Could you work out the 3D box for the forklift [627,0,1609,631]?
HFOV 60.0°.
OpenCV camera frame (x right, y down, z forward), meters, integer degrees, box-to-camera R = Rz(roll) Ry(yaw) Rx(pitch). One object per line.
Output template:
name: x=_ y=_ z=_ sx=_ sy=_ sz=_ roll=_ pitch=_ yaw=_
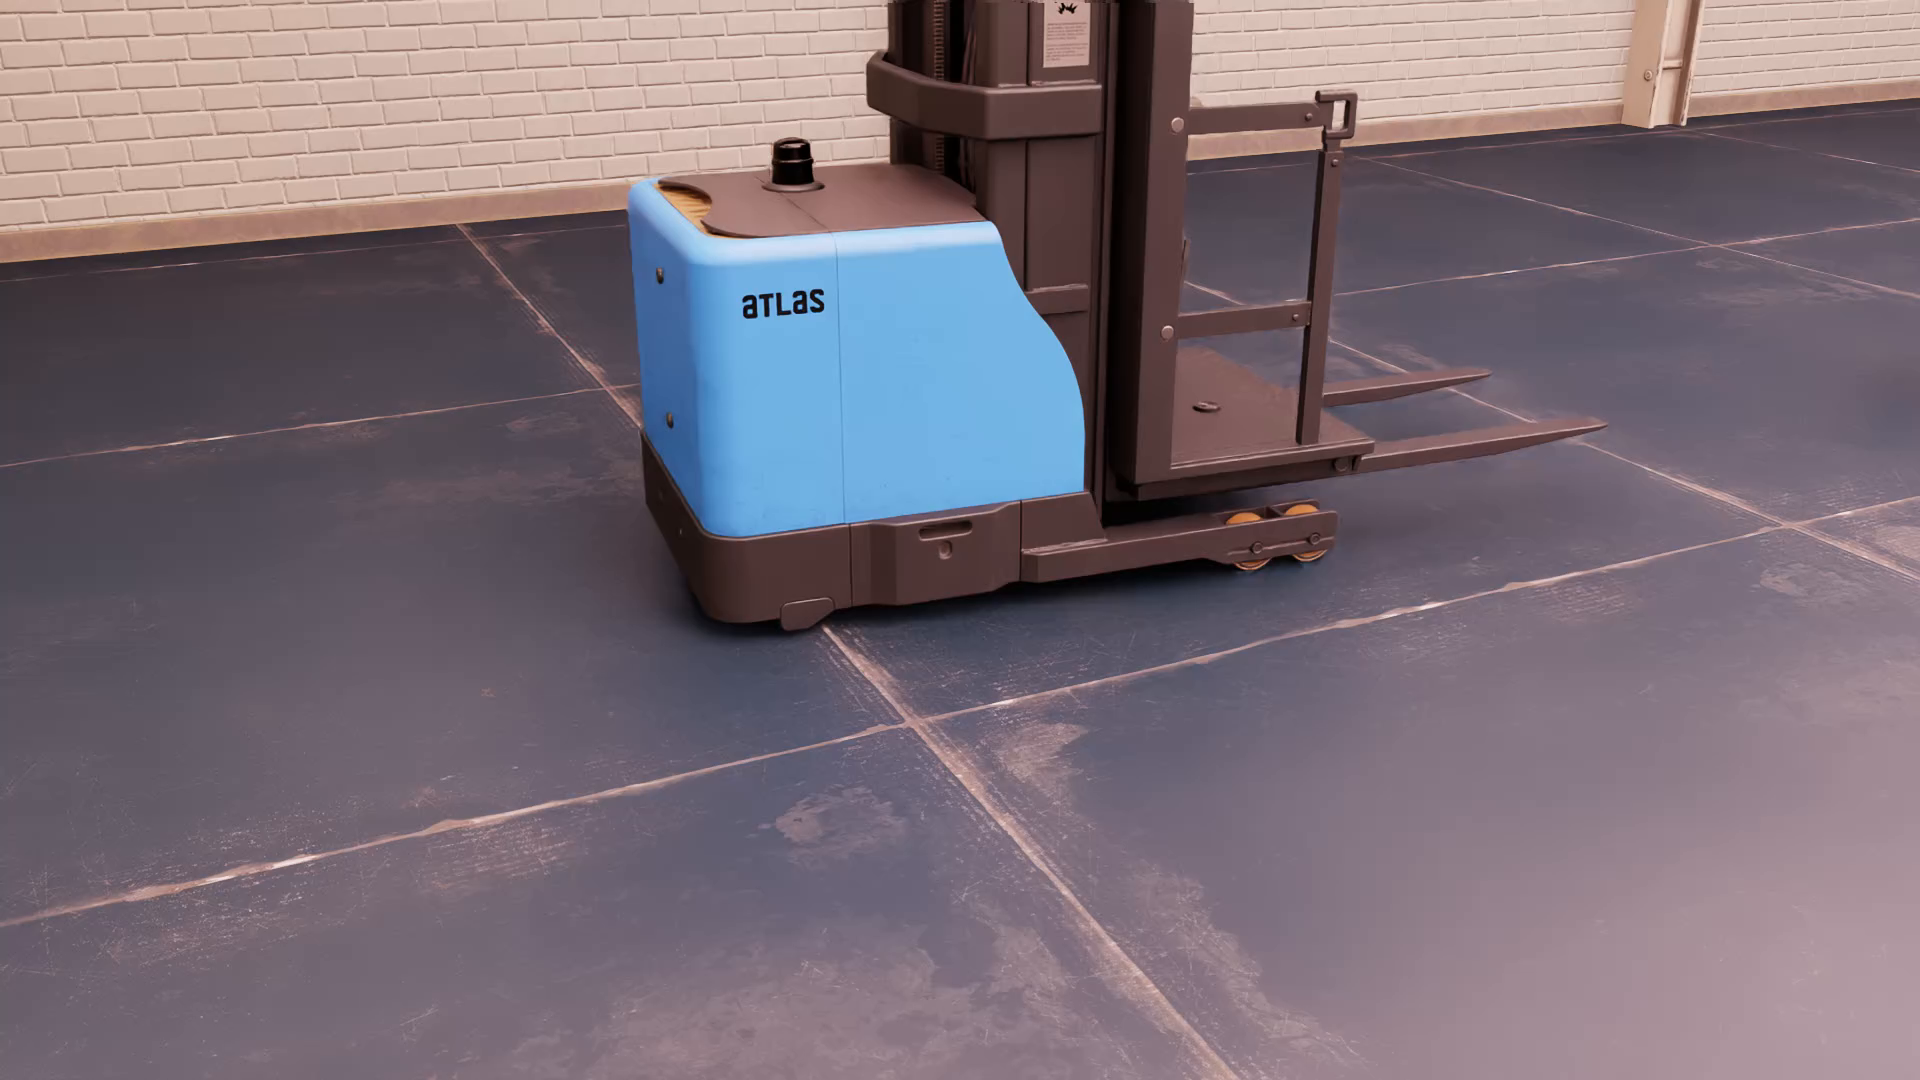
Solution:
forklift: x=0.590 y=-1.445 z=4.766 sx=3.031 sy=2.935 sz=1.130 roll=-8 pitch=24 yaw=-19
